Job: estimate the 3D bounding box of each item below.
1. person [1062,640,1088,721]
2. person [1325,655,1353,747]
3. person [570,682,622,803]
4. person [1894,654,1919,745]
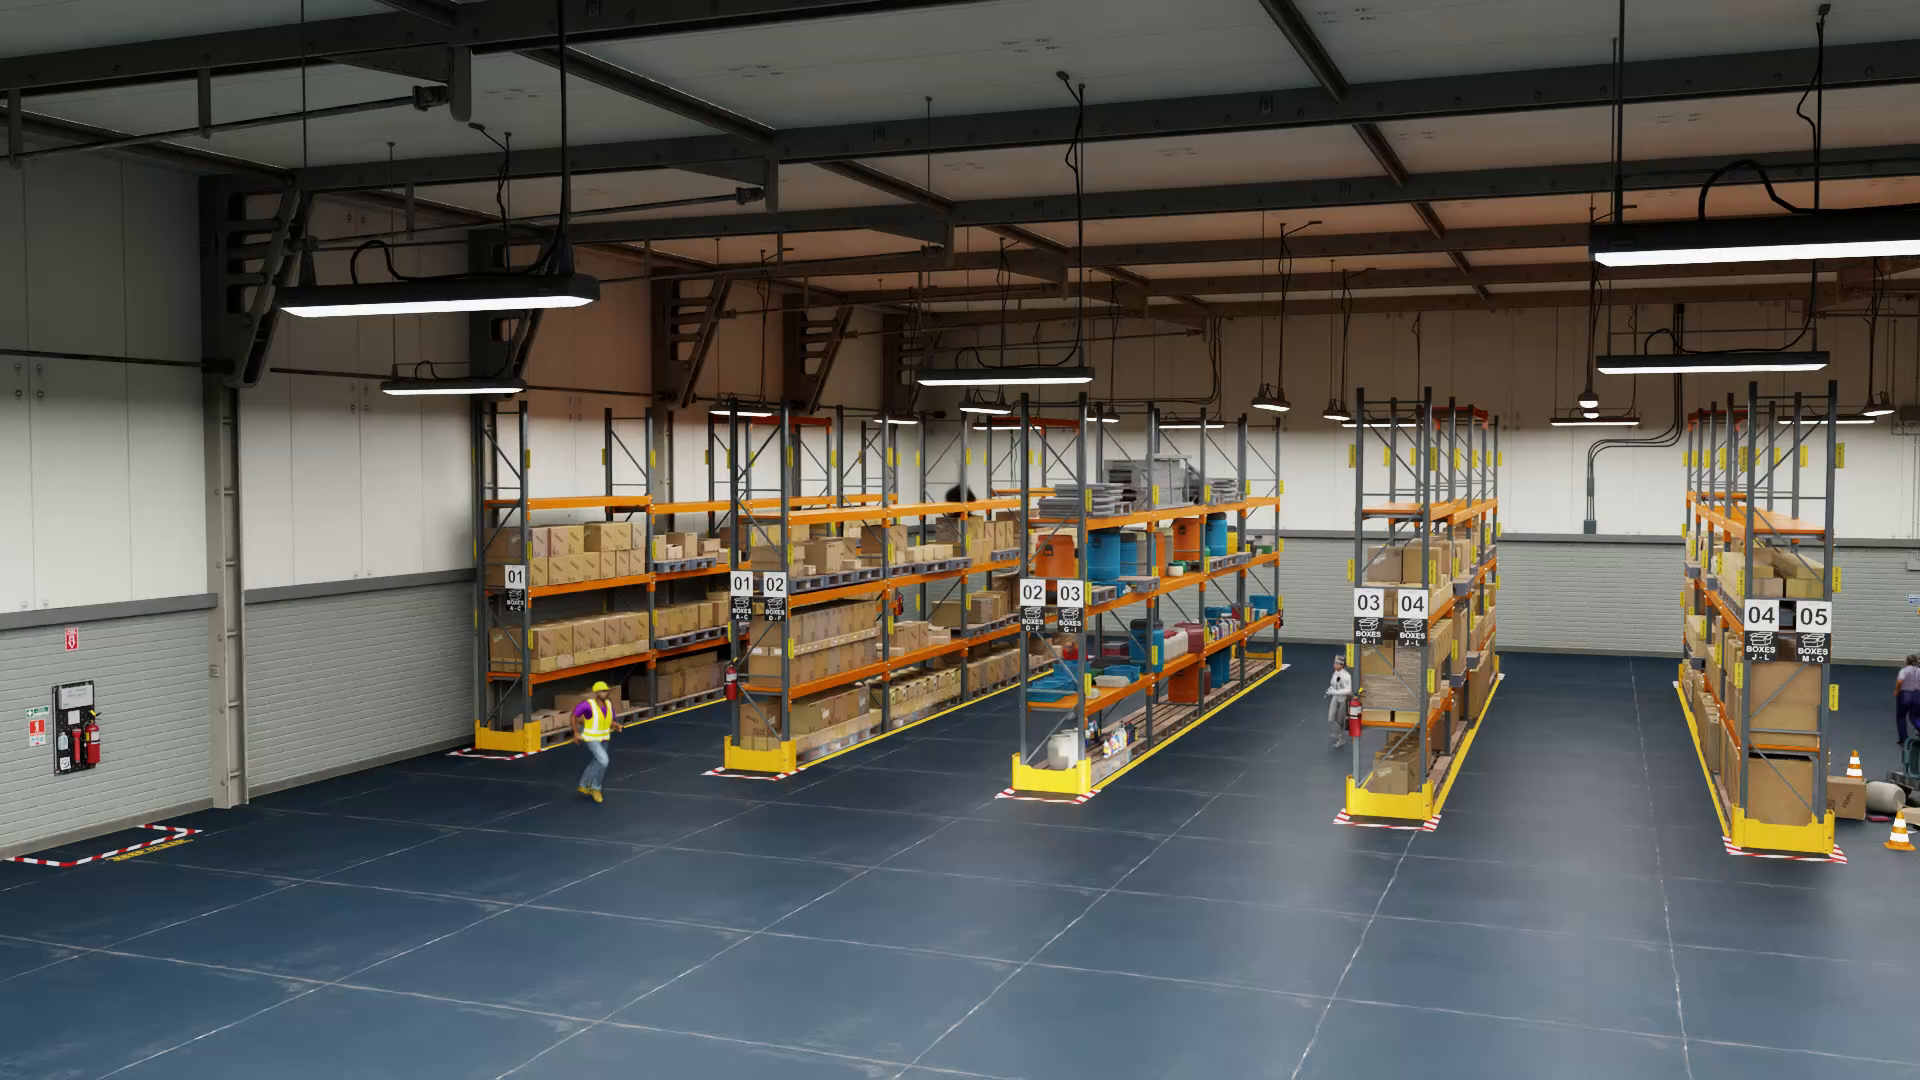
[{"bbox_3d":[2.301,2.670,32.108,0.664,1.578,1.041,2,3,31],"label":"person"},{"bbox_3d":[6.666,2.805,29.061,0.636,1.631,0.710,-2,3,-37],"label":"person"},{"bbox_3d":[-5.340,2.954,24.402,0.834,1.774,0.645,2,3,34],"label":"person"},{"bbox_3d":[16.538,2.797,28.903,0.607,1.633,0.770,0,3,8],"label":"person"}]
